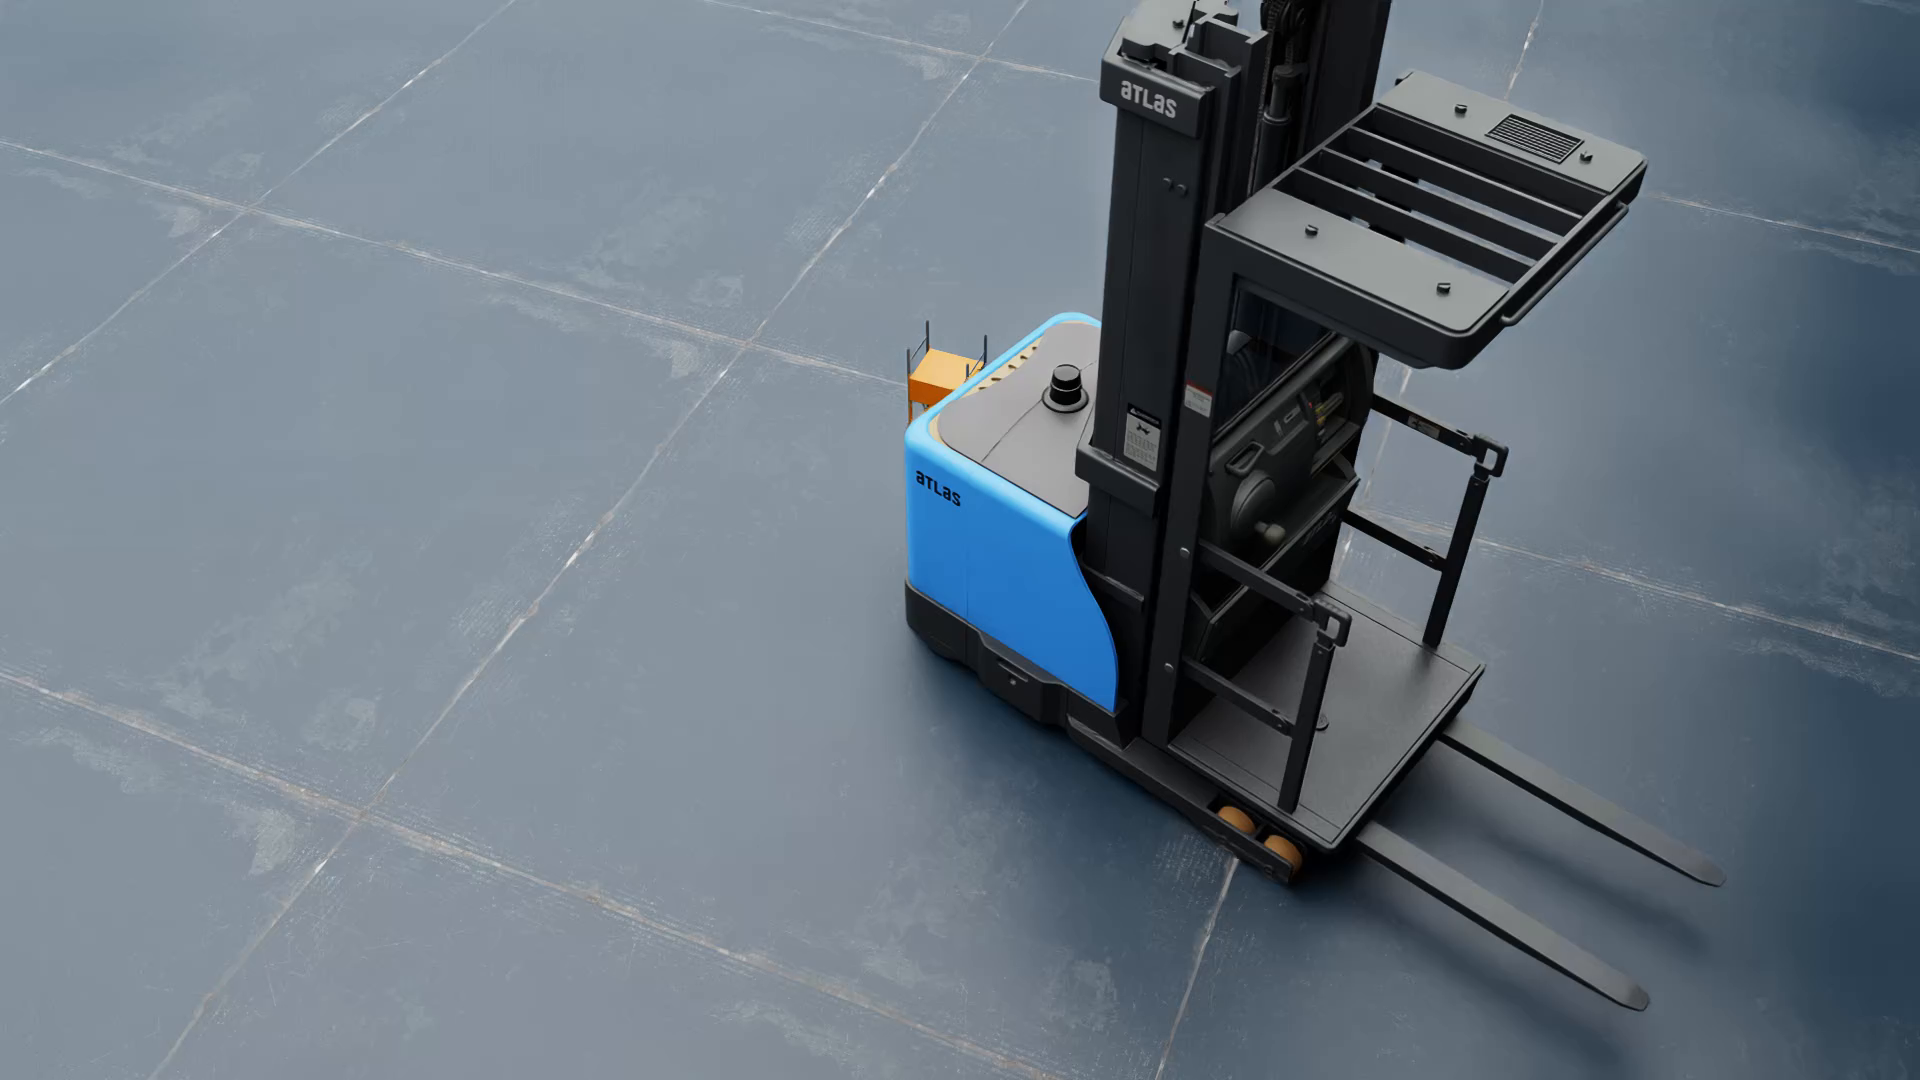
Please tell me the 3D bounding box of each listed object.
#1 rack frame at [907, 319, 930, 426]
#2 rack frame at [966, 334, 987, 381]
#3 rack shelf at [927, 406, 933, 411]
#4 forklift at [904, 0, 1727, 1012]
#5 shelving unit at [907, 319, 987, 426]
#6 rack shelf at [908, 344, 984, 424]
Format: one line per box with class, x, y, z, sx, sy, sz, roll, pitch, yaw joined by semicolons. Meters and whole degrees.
rack frame;-0.162;-0.420;6.767;0.008;1.050;0.200;16;47;16
rack frame;0.063;-0.354;6.700;0.008;1.050;0.200;16;47;16
rack shelf;-0.049;-0.379;6.741;0.240;0.259;0.215;16;47;16
forklift;1.231;-0.258;5.270;3.031;2.935;1.130;31;53;27
shelving unit;-0.049;-0.387;6.733;0.252;1.050;0.215;16;47;16
rack shelf;-0.049;-0.580;6.541;0.240;0.259;0.215;16;47;16
